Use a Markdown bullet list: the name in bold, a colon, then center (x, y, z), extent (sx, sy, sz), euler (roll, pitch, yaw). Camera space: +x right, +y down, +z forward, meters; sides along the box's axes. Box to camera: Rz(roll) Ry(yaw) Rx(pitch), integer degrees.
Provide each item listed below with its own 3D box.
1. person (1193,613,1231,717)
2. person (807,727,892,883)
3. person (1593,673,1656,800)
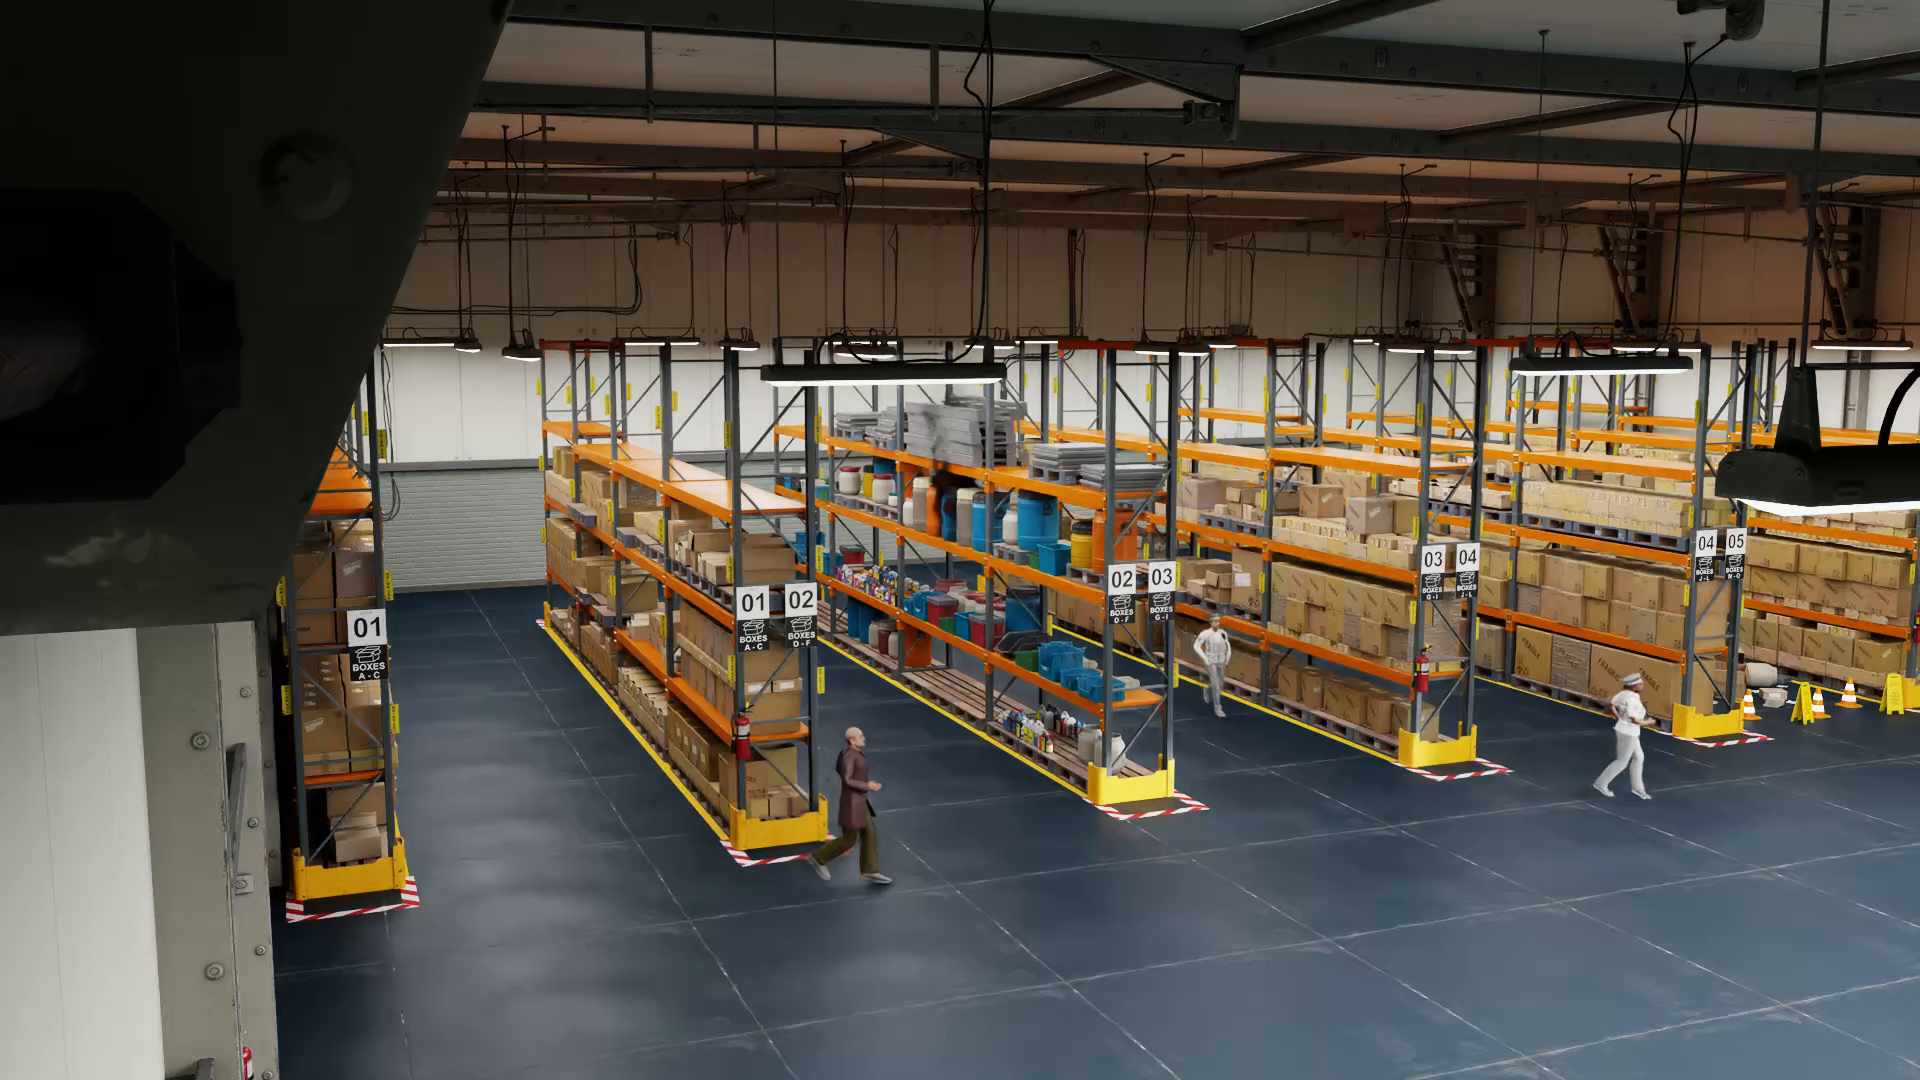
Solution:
- **person**: center (4.114, 1.992, 27.042), extent (0.635, 1.670, 0.781), euler (-3, 8, -21)
- **person**: center (-1.249, 3.007, 18.894), extent (0.959, 1.776, 0.727), euler (0, 7, 3)
- **person**: center (8.866, 2.624, 22.166), extent (0.784, 1.750, 0.591), euler (2, 8, 12)
